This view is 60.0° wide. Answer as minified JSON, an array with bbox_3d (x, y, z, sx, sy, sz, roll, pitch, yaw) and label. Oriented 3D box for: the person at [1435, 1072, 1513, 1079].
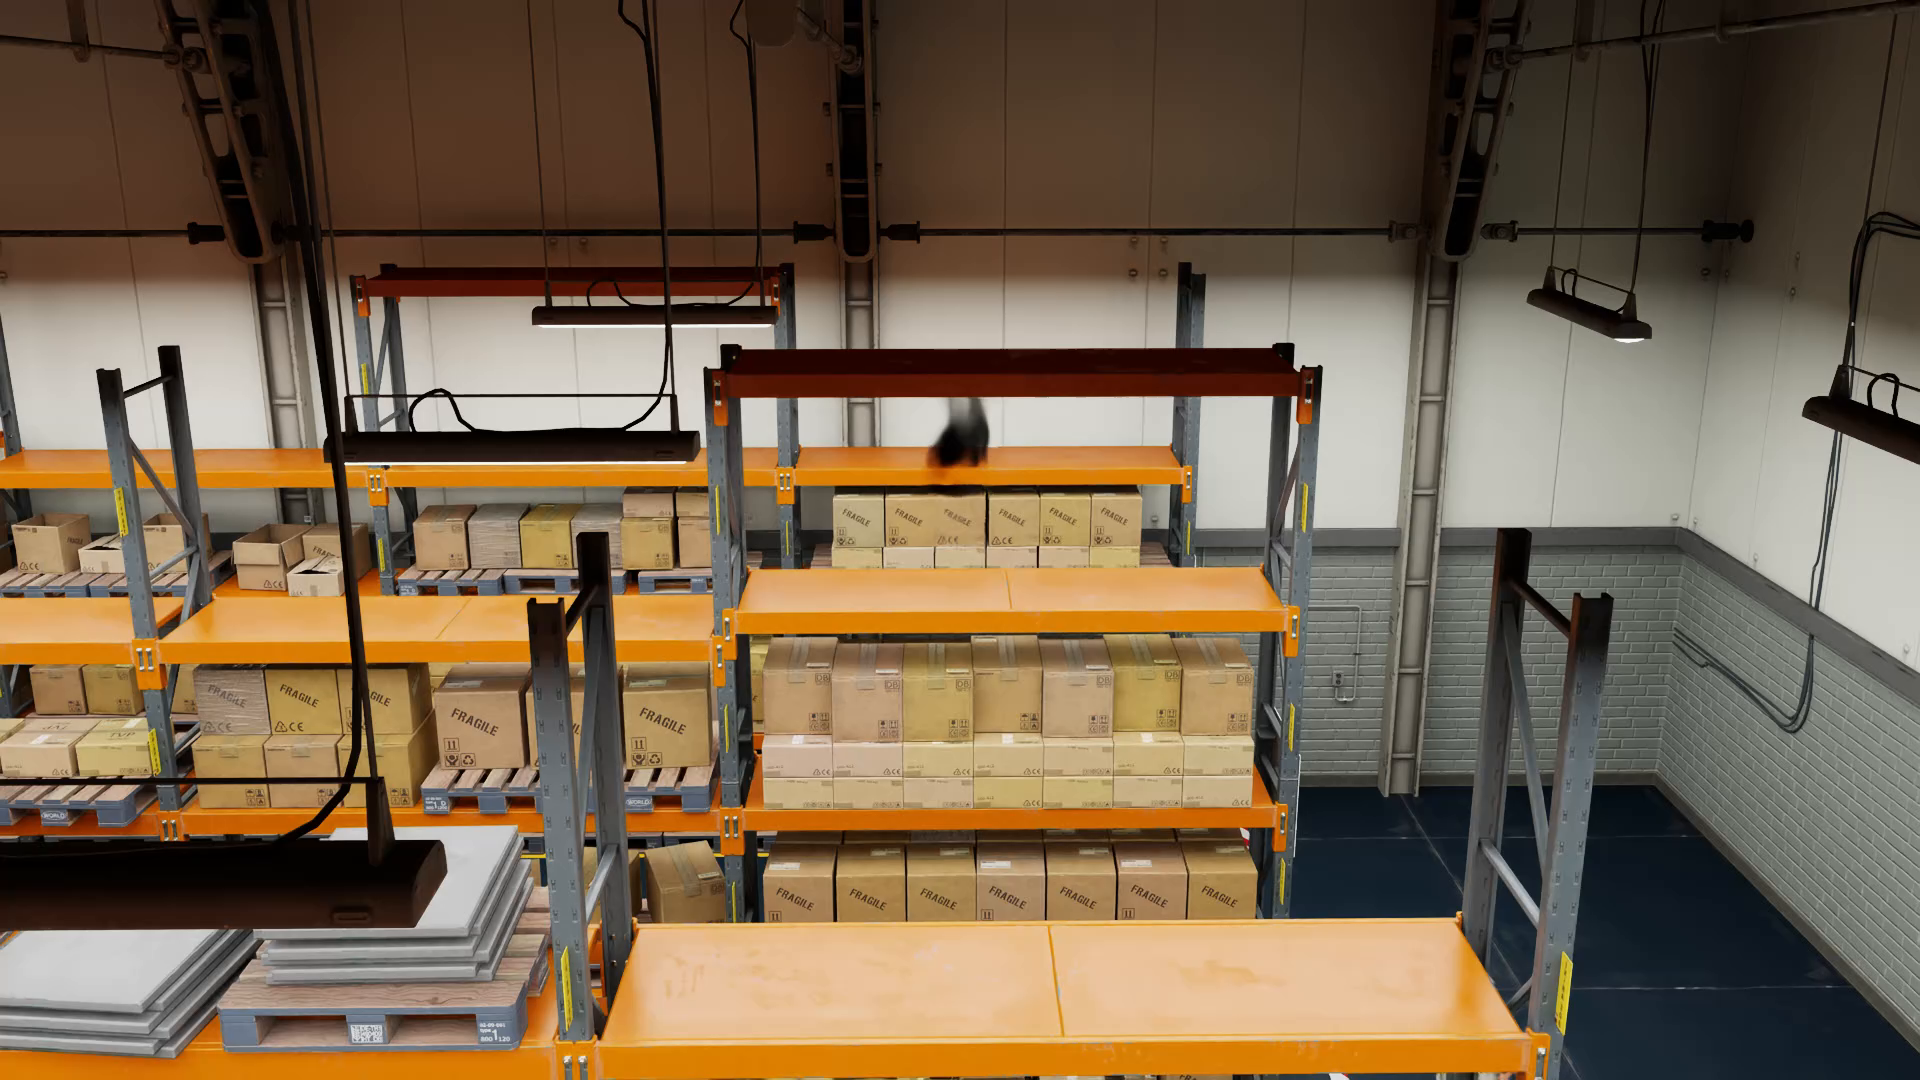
[{"bbox_3d":[3.626,3.905,11.998,0.871,1.845,0.650,-7,17,-22],"label":"person"}]
